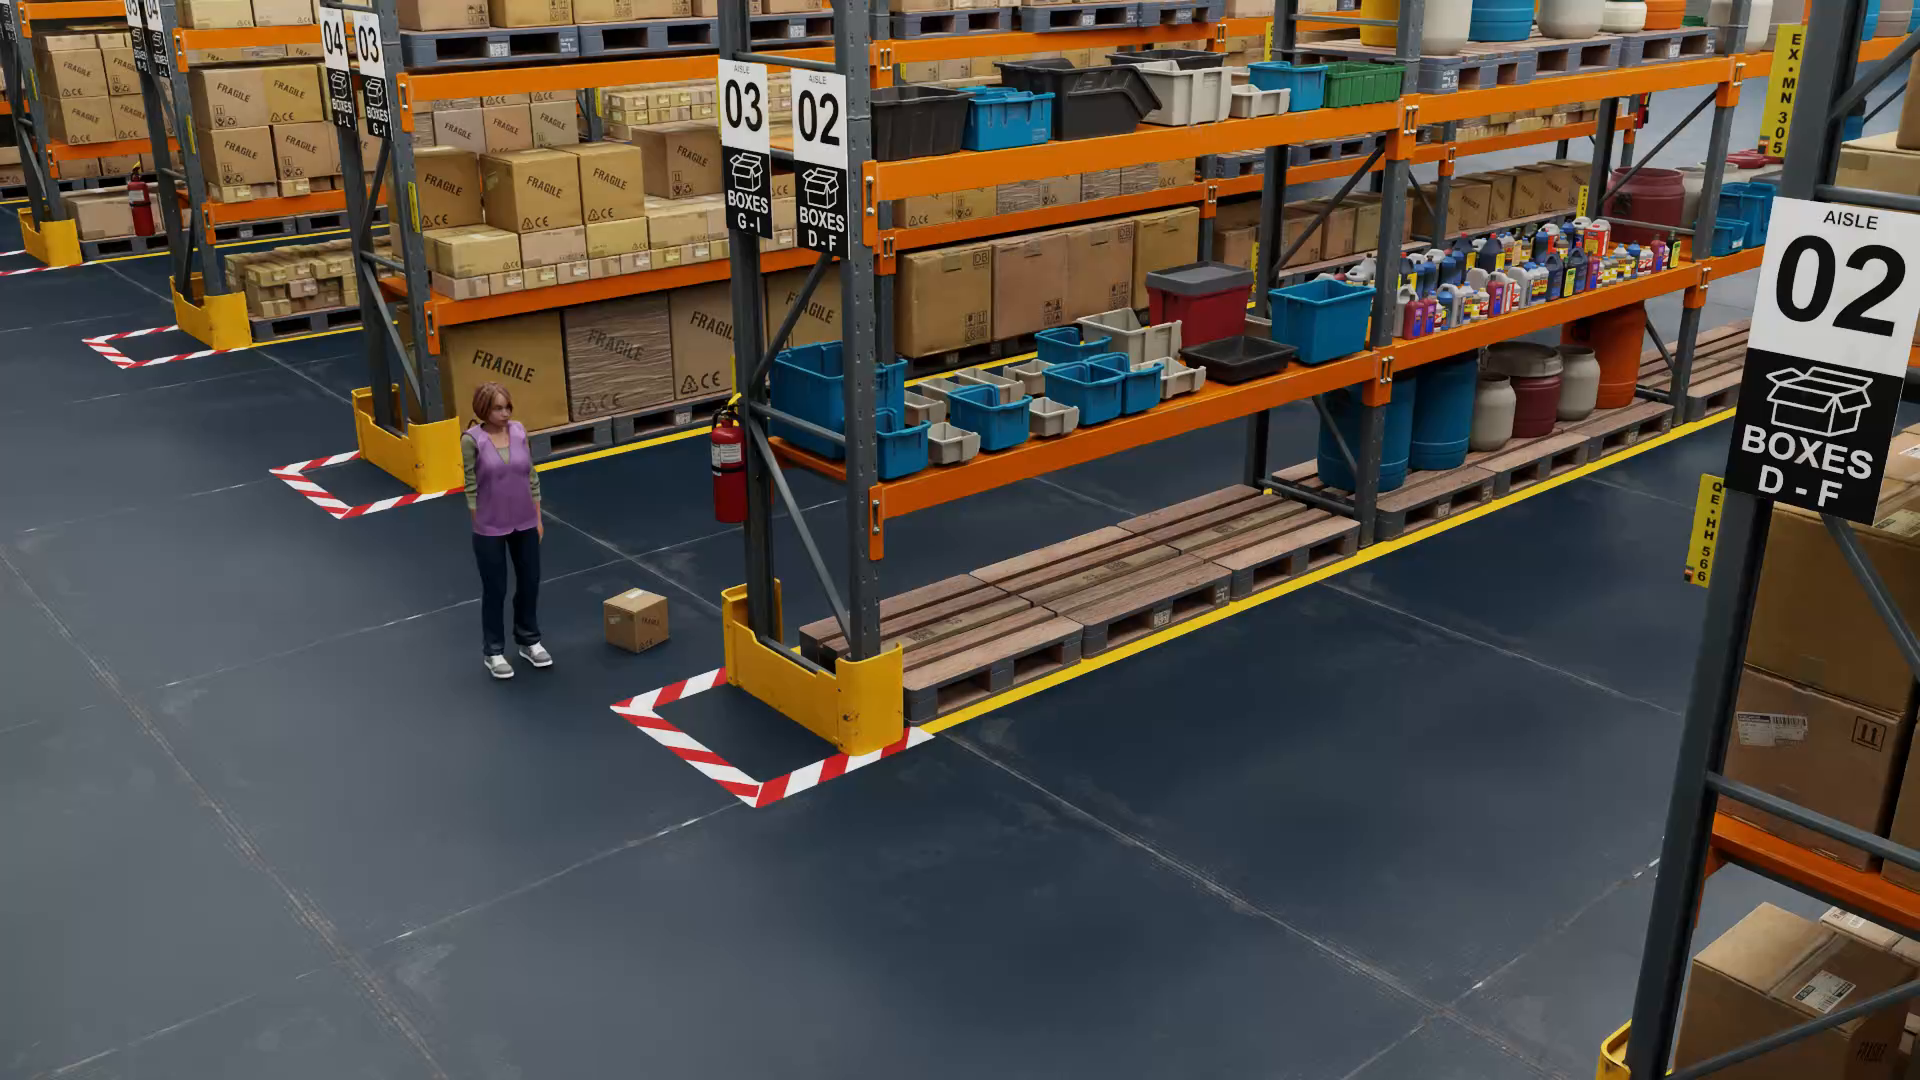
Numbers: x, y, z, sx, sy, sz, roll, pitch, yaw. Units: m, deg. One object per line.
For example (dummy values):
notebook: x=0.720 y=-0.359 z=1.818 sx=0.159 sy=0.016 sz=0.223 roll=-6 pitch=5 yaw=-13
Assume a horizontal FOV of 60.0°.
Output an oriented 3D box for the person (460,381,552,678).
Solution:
person: x=-2.385 y=-0.065 z=8.770 sx=0.405 sy=1.597 sz=0.309 roll=-17 pitch=27 yaw=-36
